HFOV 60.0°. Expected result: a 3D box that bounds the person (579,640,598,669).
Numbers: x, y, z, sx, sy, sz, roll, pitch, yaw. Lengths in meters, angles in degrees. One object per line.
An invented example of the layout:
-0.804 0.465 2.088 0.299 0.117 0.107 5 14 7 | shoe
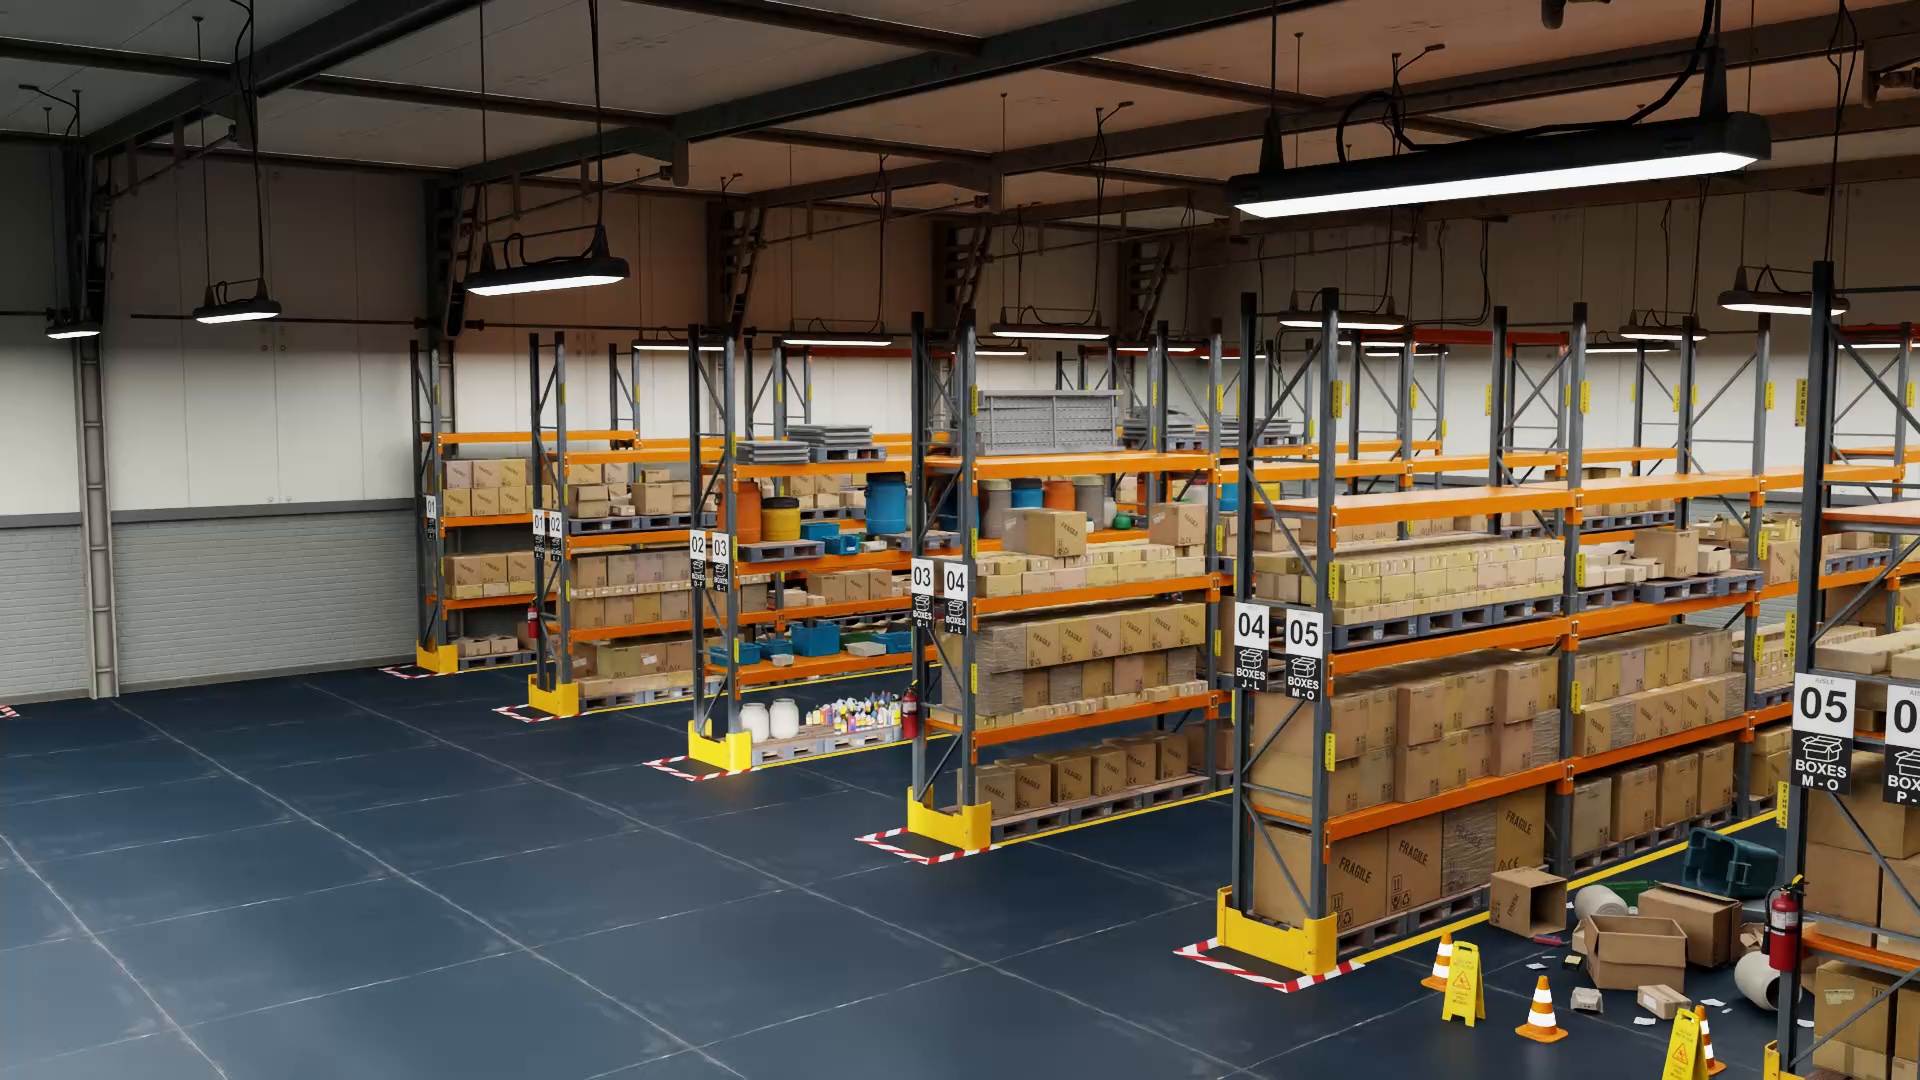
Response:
-6.926 1.529 30.526 0.545 1.664 0.415 -1 5 -13 | person

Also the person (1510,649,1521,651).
7.140 2.285 21.626 0.623 1.772 0.466 -3 6 -31 | person
